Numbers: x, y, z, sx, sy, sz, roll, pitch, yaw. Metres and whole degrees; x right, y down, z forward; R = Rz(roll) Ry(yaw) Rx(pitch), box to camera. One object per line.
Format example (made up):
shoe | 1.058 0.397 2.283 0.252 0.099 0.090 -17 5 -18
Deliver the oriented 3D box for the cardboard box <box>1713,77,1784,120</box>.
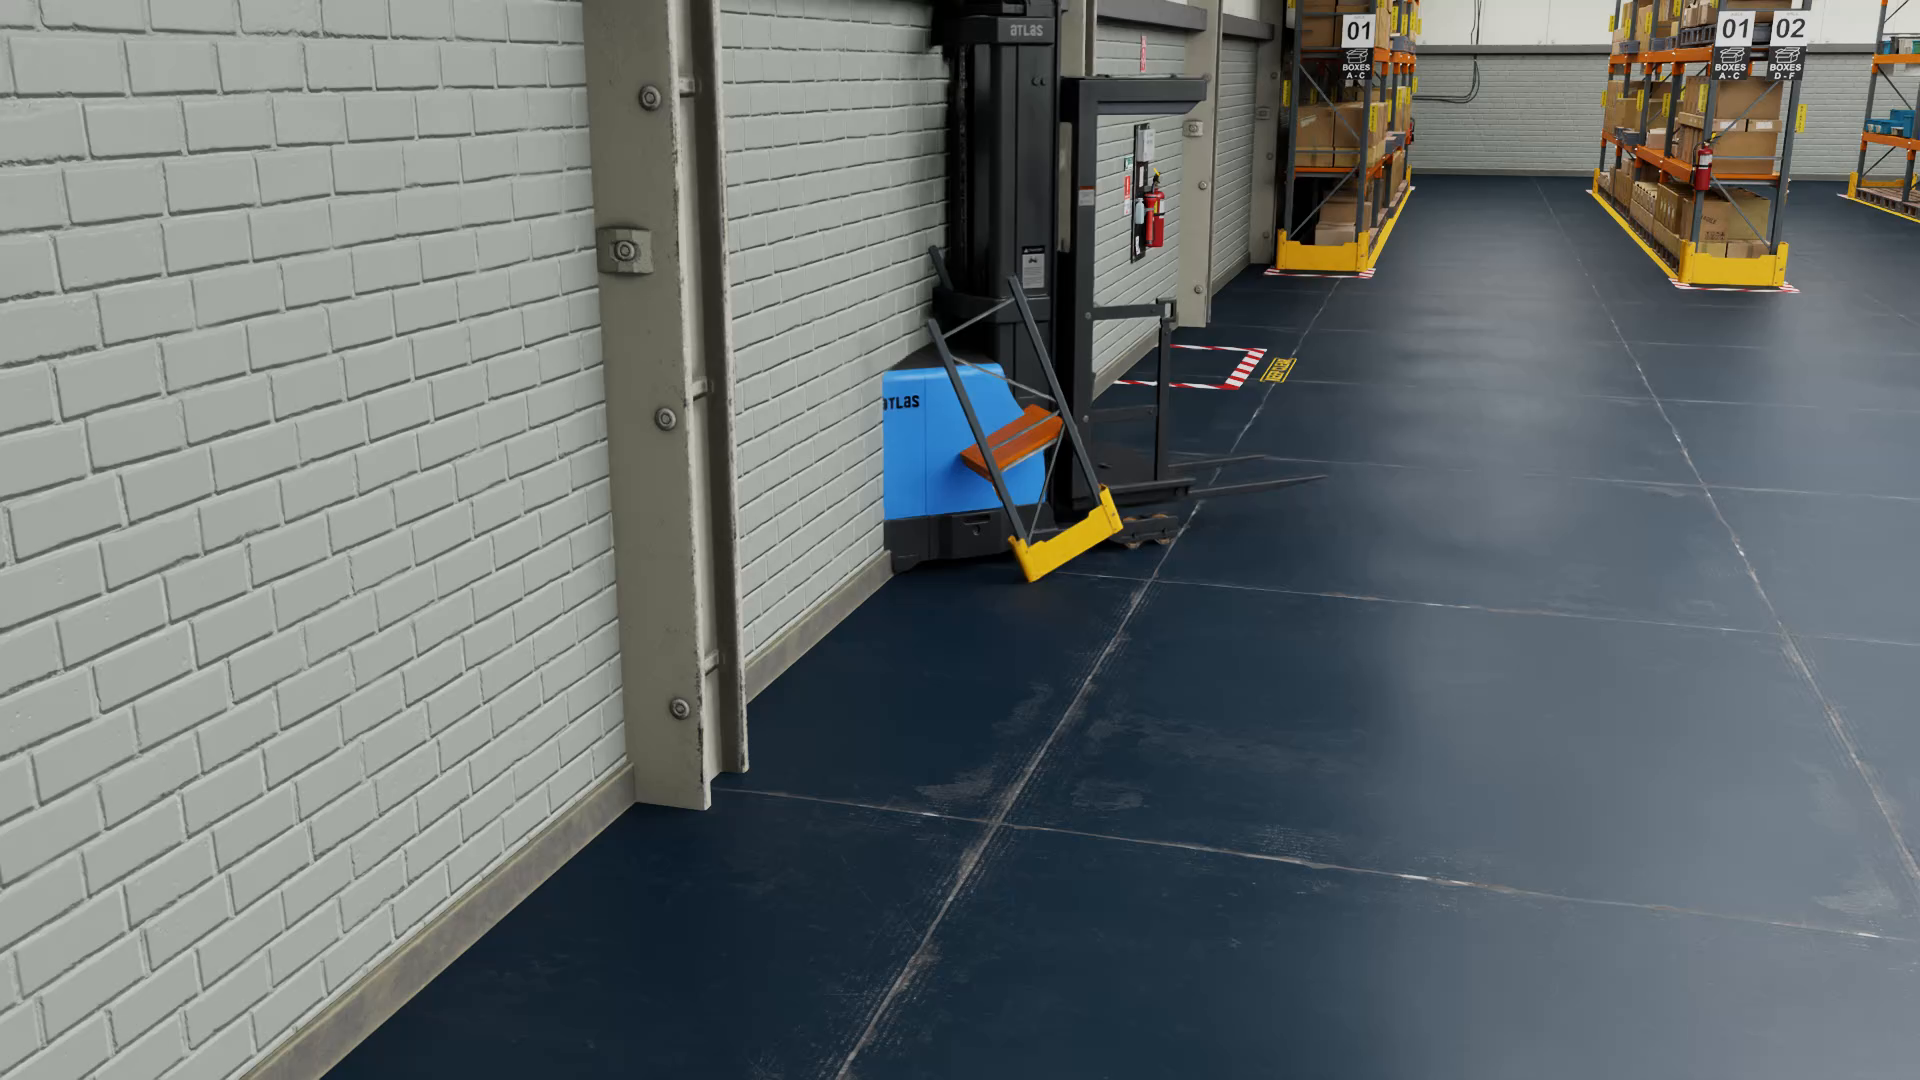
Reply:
cardboard box | 9.655 -5.425 20.398 0.700 0.500 0.500 5 16 16

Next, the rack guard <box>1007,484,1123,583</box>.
rack guard | 0.546 -0.034 8.576 0.587 0.250 0.087 -30 27 -12

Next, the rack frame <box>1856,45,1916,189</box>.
rack frame | 18.791 -8.419 33.514 1.000 3.000 0.127 5 16 16

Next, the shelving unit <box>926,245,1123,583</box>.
shelving unit | 0.123 -0.694 8.735 0.587 1.500 1.083 -30 27 -12

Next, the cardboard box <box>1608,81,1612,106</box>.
cardboard box | 13.522 -9.100 33.900 0.500 0.500 0.500 5 17 16

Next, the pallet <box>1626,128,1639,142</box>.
pallet | 12.317 -7.128 29.313 1.003 0.211 1.213 5 16 16

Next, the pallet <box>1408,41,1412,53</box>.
pallet | 8.398 -9.754 32.887 1.003 0.211 1.213 5 16 16

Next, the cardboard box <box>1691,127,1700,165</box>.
cardboard box | 10.078 -5.192 21.955 0.700 0.500 0.500 5 17 18

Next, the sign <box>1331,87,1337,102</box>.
sign | 6.485 -7.693 28.834 0.100 0.325 0.005 5 16 16

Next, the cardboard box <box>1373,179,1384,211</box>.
cardboard box | 6.864 -5.911 28.446 0.700 0.500 0.500 5 17 17

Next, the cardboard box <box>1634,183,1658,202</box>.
cardboard box | 11.197 -5.608 26.844 0.500 0.311 0.500 4 16 14

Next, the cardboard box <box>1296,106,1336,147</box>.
cardboard box | 4.675 -5.439 21.872 0.500 0.500 0.500 4 16 15

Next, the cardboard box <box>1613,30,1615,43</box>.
cardboard box | 13.647 -10.301 34.011 0.500 0.250 0.500 5 16 16

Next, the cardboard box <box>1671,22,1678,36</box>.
cardboard box | 11.694 -8.161 26.612 0.500 0.250 0.500 3 16 12

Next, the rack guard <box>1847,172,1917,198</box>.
rack guard | 18.785 -7.223 33.880 1.175 0.500 0.348 5 16 16

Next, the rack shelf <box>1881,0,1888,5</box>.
rack shelf | 18.222 -10.243 31.003 1.077 0.370 4.000 5 16 16

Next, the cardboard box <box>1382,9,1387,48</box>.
cardboard box | 5.410 -6.844 22.244 0.500 0.500 0.500 5 17 18

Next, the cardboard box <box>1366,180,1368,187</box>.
cardboard box | 6.341 -5.863 26.904 0.500 0.250 0.500 4 16 14

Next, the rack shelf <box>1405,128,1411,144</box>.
rack shelf | 8.724 -8.318 34.476 1.077 0.370 4.000 5 16 16

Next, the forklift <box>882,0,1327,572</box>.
forklift | 0.661 -1.491 9.214 3.031 2.935 1.130 -7 17 -23

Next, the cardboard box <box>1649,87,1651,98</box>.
cardboard box | 13.456 -8.523 31.865 0.500 0.500 0.500 4 16 14

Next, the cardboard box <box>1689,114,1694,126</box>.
cardboard box | 10.008 -5.632 22.316 0.380 0.149 0.250 4 16 14

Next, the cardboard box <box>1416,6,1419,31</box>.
cardboard box | 9.346 -10.956 34.910 0.500 0.500 0.500 5 16 16

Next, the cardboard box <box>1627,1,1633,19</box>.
cardboard box | 13.418 -10.253 32.469 0.700 0.500 0.500 5 16 16

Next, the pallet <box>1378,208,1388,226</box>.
pallet | 6.795 -5.548 28.503 1.003 0.211 1.213 5 16 16

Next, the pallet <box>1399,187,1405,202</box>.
pallet | 8.446 -6.992 33.593 1.003 0.211 1.213 5 16 16

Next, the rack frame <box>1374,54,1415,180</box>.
rack frame | 9.292 -9.187 36.222 1.000 3.000 0.127 5 16 16

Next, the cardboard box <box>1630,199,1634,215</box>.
cardboard box | 11.339 -5.476 27.407 0.500 0.250 0.500 5 16 16

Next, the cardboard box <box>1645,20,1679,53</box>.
cardboard box | 11.861 -8.319 27.481 0.910 0.500 0.500 5 16 16

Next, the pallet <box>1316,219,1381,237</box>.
pallet | 6.102 -4.910 26.253 1.003 0.211 1.213 5 16 16

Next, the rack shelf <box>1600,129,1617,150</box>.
rack shelf | 13.474 -7.935 33.125 1.077 0.370 4.000 5 16 16

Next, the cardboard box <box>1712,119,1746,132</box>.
cardboard box | 9.421 -5.093 20.415 0.380 0.149 0.250 4 16 15

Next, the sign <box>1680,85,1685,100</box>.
sign | 13.439 -8.272 30.875 0.100 0.325 0.005 5 16 16

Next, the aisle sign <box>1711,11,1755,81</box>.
aisle sign | 9.195 -5.874 19.778 0.394 0.787 0.004 5 16 16

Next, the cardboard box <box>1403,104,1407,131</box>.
cardboard box | 8.325 -8.425 32.988 0.980 0.700 0.700 5 17 17

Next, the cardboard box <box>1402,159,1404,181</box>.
cardboard box | 9.189 -7.996 35.833 0.700 0.500 0.500 5 16 16

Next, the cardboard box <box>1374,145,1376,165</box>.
cardboard box | 5.322 -5.178 22.328 0.500 0.250 0.500 4 16 14

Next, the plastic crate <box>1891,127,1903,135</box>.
plastic crate | 17.860 -7.753 31.540 0.293 0.136 0.466 5 16 16

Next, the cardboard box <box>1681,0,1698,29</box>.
cardboard box | 10.236 -7.314 22.911 0.500 0.500 0.500 6 17 20

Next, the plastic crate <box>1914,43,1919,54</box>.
plastic crate | 17.484 -8.848 29.917 0.450 0.188 0.662 5 16 16

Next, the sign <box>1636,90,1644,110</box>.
sign | 11.246 -7.269 27.485 0.100 0.325 0.005 5 16 16

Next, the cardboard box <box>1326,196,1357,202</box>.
cardboard box | 5.625 -4.782 24.466 0.500 0.500 0.500 3 16 12

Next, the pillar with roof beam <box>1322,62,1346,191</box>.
pillar with roof beam | 11.652 -10.943 31.419 9.100 9.000 0.400 5 16 16

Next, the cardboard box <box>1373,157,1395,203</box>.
cardboard box | 7.353 -6.444 29.722 0.750 0.750 0.750 4 16 15

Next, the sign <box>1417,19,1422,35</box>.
sign | 9.808 -10.972 35.542 0.100 0.325 0.005 5 16 16

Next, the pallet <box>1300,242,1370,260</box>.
pallet | 5.031 -3.889 22.654 1.003 0.211 1.213 5 16 16

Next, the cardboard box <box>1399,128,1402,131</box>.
cardboard box | 8.146 -7.713 31.449 0.380 0.149 0.250 5 16 16

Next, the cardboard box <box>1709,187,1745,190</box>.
cardboard box | 10.557 -4.636 23.073 0.500 0.500 0.500 5 16 16

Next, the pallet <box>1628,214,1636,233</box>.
pallet | 11.498 -5.157 27.124 1.003 0.211 1.213 5 16 16
